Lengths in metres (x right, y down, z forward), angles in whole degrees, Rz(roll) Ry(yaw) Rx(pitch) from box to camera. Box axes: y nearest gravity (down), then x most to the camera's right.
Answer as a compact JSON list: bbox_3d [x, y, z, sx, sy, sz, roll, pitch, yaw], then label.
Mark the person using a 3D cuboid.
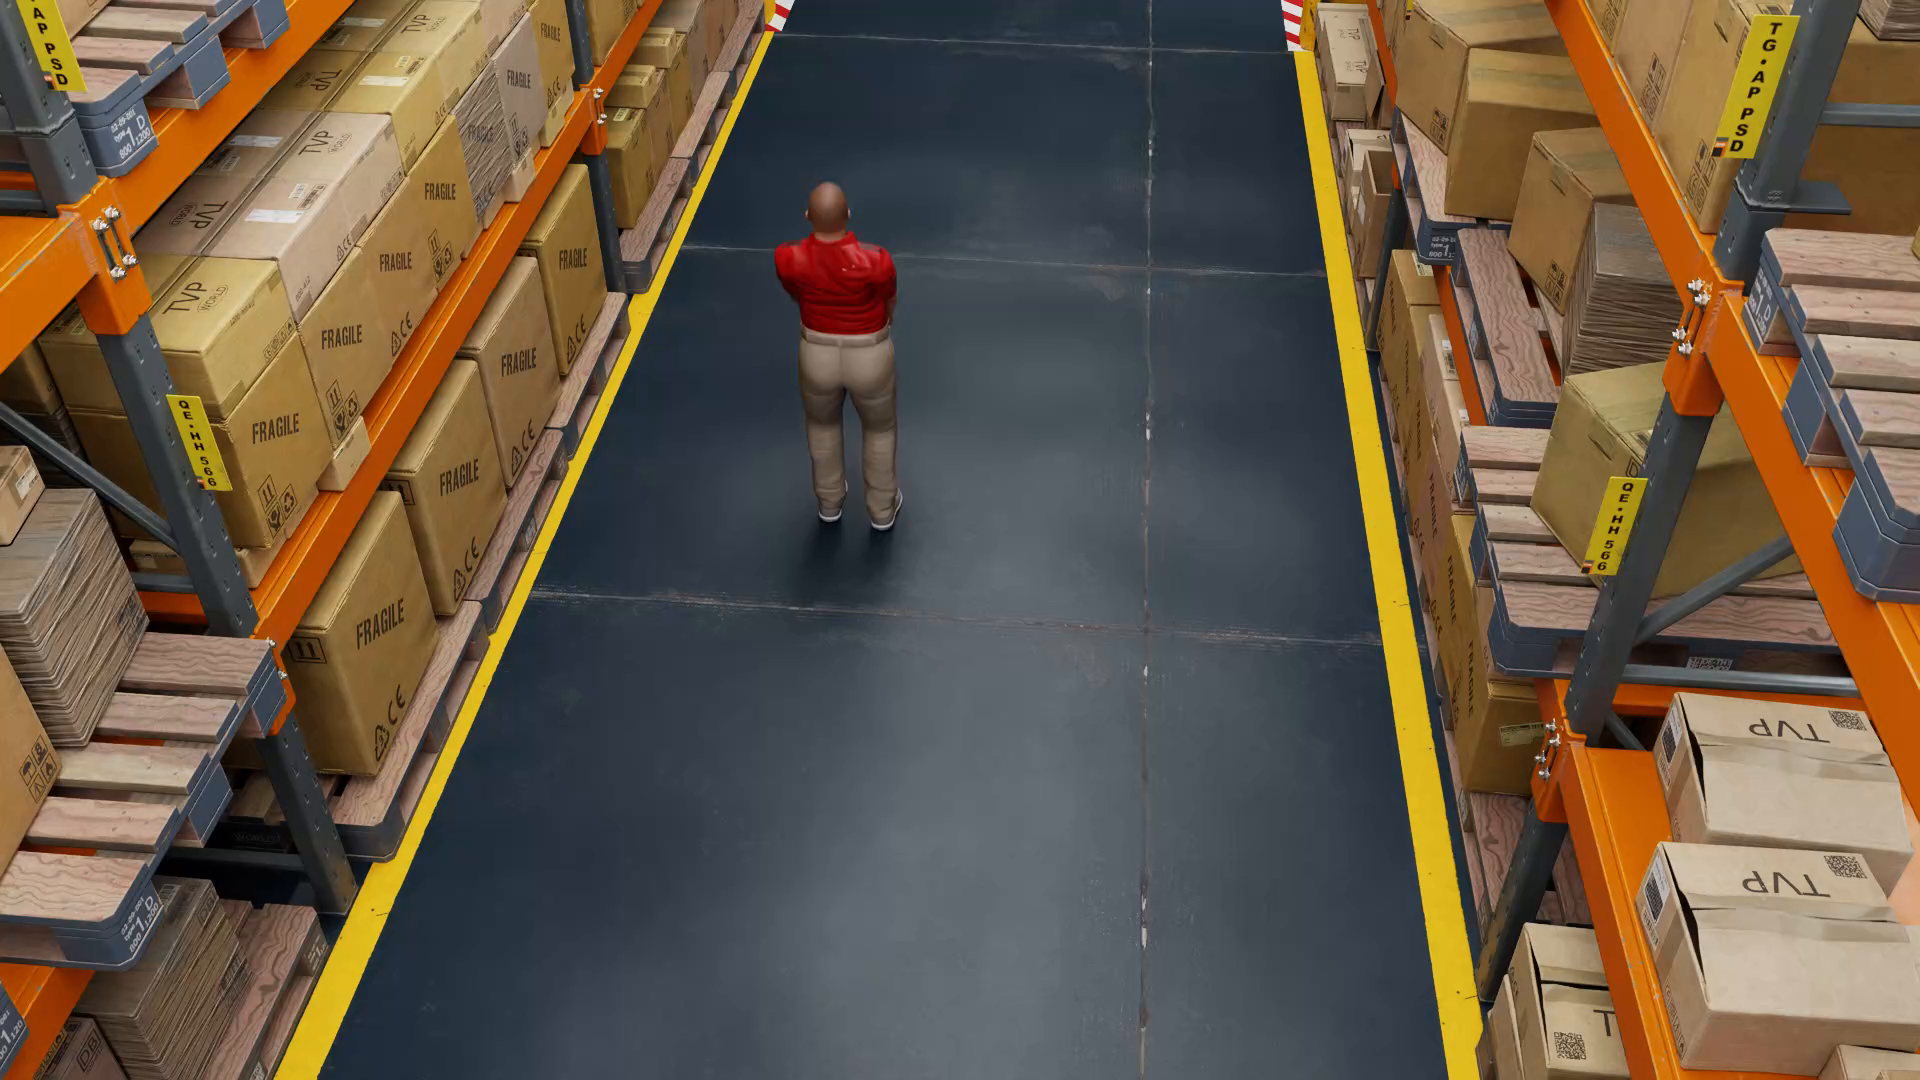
[{"bbox_3d":[-0.496,-0.831,7.176,0.493,1.712,0.531,3,40,4],"label":"person"}]
